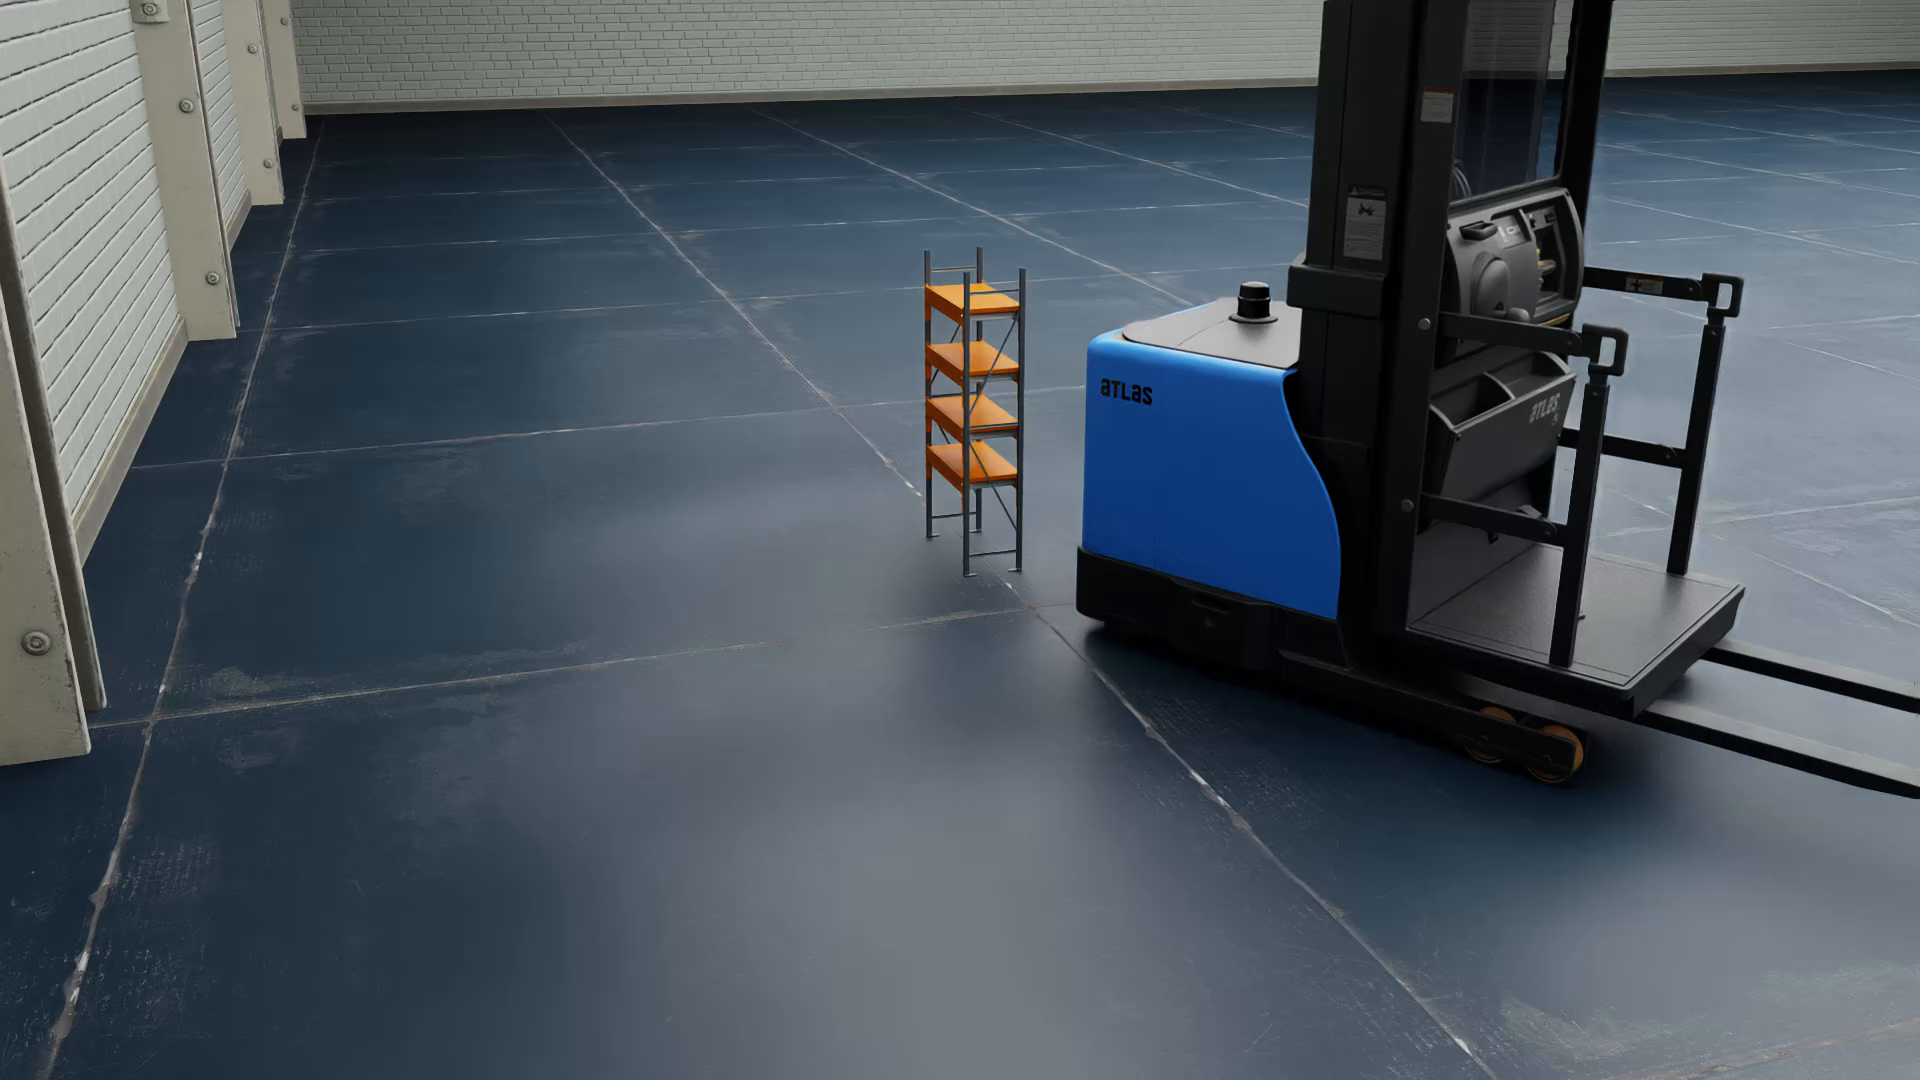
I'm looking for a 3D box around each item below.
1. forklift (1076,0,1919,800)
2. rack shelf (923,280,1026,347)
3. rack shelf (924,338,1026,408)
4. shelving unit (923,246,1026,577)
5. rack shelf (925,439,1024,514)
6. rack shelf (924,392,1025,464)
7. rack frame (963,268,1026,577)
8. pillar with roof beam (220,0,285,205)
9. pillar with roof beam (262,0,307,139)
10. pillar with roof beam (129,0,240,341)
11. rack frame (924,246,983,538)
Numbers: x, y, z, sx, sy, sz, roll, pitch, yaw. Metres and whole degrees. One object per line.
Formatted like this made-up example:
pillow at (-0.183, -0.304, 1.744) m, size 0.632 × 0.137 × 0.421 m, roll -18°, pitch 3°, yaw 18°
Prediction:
forklift at (1.867, -0.862, 4.981) m, size 3.031 × 2.935 × 1.130 m, roll 16°, pitch 25°, yaw 38°
rack shelf at (0.052, -0.881, 6.433) m, size 0.258 × 0.148 × 0.480 m, roll -6°, pitch 21°, yaw -17°
rack shelf at (0.052, -0.659, 6.513) m, size 0.258 × 0.148 × 0.480 m, roll -6°, pitch 21°, yaw -17°
shelving unit at (0.052, -0.512, 6.566) m, size 0.258 × 1.200 × 0.503 m, roll -6°, pitch 21°, yaw -17°
rack shelf at (0.052, -0.261, 6.656) m, size 0.258 × 0.148 × 0.480 m, roll -6°, pitch 21°, yaw -17°
rack shelf at (0.052, -0.448, 6.589) m, size 0.258 × 0.148 × 0.480 m, roll -6°, pitch 21°, yaw -17°
rack frame at (0.129, -0.433, 6.348) m, size 0.240 × 1.200 × 0.015 m, roll -6°, pitch 21°, yaw -17°
pillar with roof beam at (-2.562, -7.935, 15.696) m, size 9.100 × 9.000 × 0.400 m, roll -6°, pitch 21°, yaw -17°
pillar with roof beam at (-4.448, -9.860, 21.057) m, size 9.100 × 9.000 × 0.400 m, roll -6°, pitch 21°, yaw -17°
pillar with roof beam at (-0.676, -6.010, 10.336) m, size 9.100 × 9.000 × 0.400 m, roll -6°, pitch 21°, yaw -17°
rack frame at (-0.025, -0.590, 6.784) m, size 0.240 × 1.200 × 0.015 m, roll -6°, pitch 21°, yaw -17°
